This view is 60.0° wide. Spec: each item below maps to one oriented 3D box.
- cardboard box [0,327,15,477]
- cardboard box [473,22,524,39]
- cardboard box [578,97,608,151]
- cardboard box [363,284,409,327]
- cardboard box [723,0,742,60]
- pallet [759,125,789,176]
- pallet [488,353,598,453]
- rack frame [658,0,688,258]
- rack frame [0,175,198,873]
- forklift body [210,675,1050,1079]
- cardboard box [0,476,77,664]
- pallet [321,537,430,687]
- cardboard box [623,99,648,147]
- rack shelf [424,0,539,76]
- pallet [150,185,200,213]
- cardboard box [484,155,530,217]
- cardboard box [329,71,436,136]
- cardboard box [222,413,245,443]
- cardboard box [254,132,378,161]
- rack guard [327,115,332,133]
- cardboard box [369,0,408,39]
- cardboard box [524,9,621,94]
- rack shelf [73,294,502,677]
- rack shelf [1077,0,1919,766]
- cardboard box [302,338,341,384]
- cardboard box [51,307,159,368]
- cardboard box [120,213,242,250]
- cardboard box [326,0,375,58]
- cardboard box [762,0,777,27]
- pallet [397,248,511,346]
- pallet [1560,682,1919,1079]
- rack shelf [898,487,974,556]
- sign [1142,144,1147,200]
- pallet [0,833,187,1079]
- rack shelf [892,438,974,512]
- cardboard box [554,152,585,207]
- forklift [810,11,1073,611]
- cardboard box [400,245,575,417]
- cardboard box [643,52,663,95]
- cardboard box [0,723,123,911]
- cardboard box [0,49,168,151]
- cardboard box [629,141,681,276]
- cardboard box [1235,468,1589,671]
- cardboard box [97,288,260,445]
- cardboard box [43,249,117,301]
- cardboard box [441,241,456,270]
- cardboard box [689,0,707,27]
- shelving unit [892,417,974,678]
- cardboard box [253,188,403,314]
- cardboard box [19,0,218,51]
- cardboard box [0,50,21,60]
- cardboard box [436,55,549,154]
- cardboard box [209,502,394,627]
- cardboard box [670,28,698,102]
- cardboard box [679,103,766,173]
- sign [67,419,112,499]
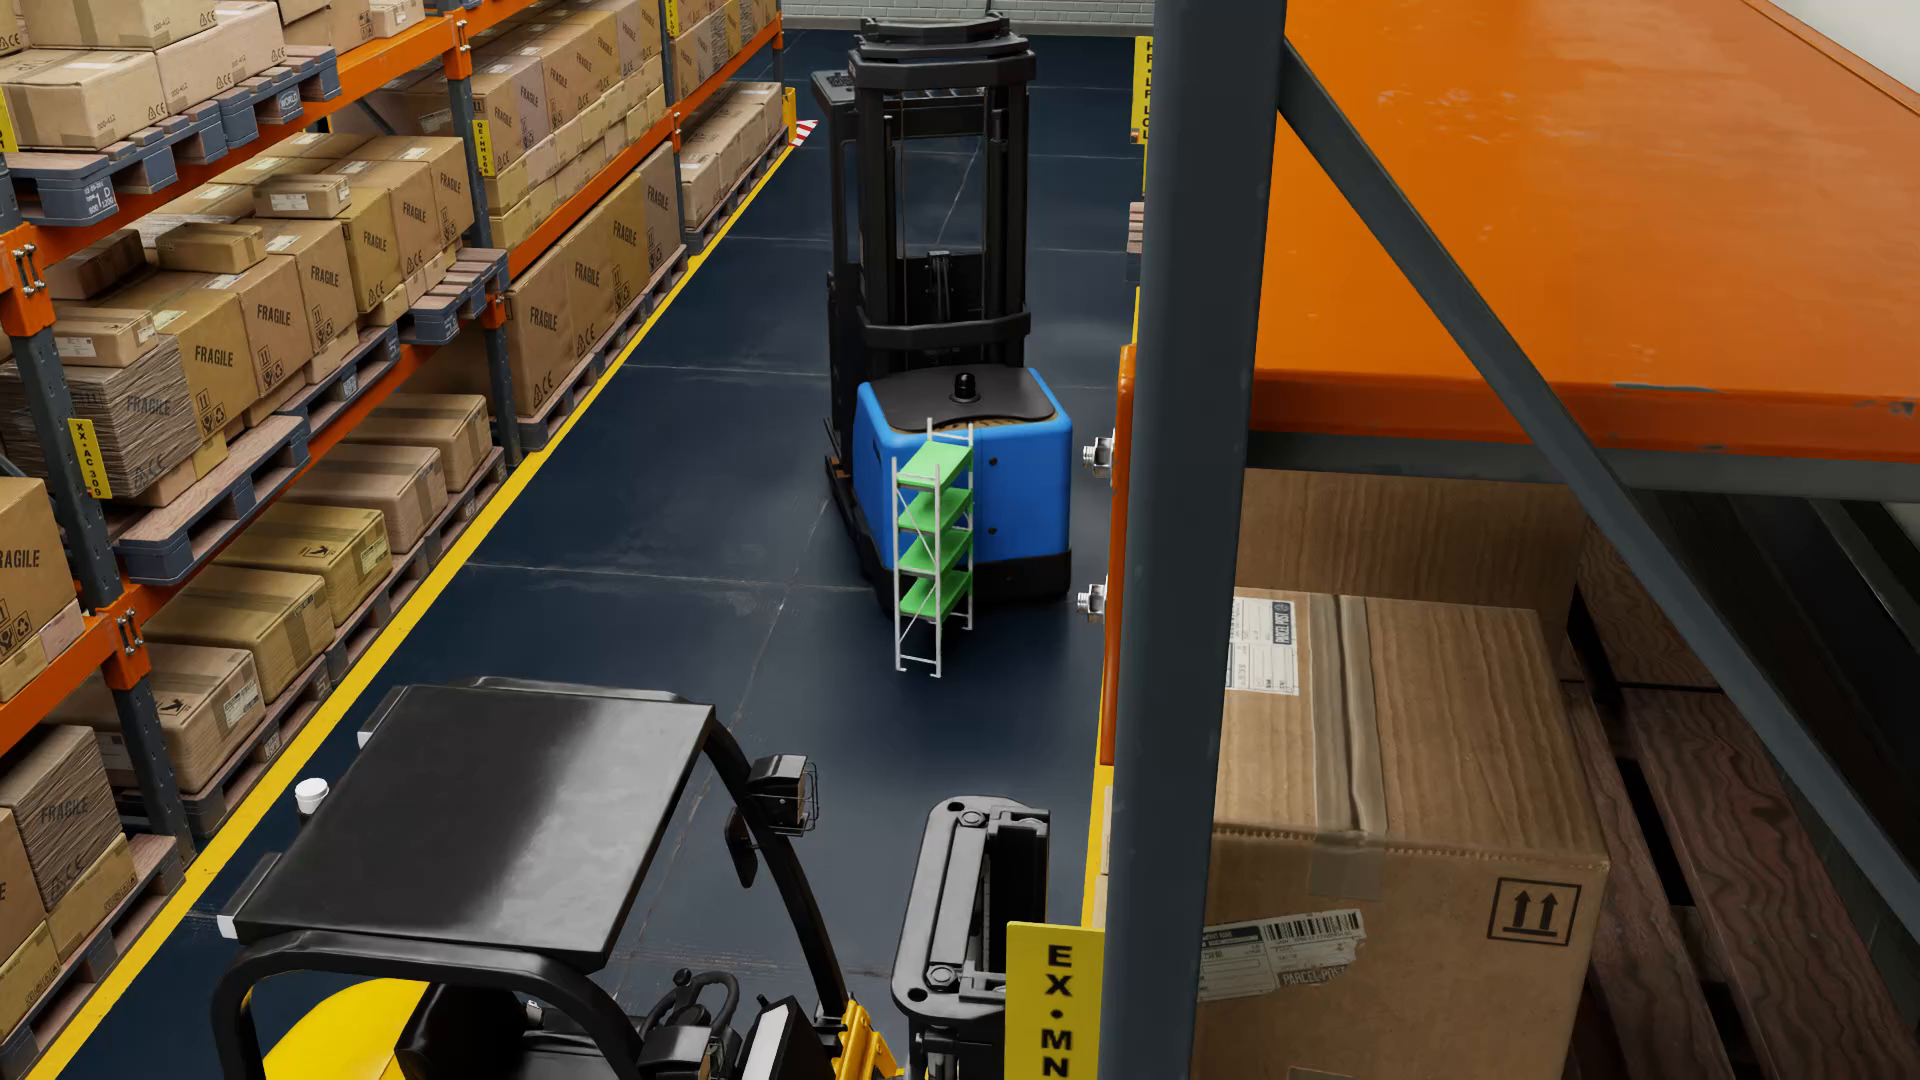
[{"bbox_3d":[-3.977,-0.541,6.729,0.500,0.500,0.500,3,28,5],"label":"cardboard box"},{"bbox_3d":[-3.321,-3.289,11.533,0.500,0.500,0.500,3,28,5],"label":"cardboard box"},{"bbox_3d":[-2.796,-2.926,11.650,0.500,0.250,0.500,4,29,7],"label":"cardboard box"},{"bbox_3d":[-3.128,-1.239,8.710,0.380,0.149,0.250,4,29,7],"label":"cardboard box"},{"bbox_3d":[-2.312,-4.678,15.166,0.500,0.500,0.500,4,29,8],"label":"cardboard box"},{"bbox_3d":[-2.356,-3.990,16.934,1.003,0.211,1.213,3,28,6],"label":"pallet"},{"bbox_3d":[-3.144,-0.972,11.332,1.003,0.211,1.213,3,28,6],"label":"pallet"},{"bbox_3d":[-2.826,-3.716,13.485,1.000,3.000,0.127,3,28,6],"label":"rack frame"},{"bbox_3d":[-3.806,0.050,6.495,1.000,3.000,0.127,3,28,6],"label":"rack frame"},{"bbox_3d":[-0.948,1.594,4.523,2.313,2.155,1.214,3,28,6],"label":"forklift body"},{"bbox_3d":[-3.614,0.098,5.986,0.500,0.500,0.500,3,28,5],"label":"cardboard box"},{"bbox_3d":[-3.565,0.335,8.906,1.003,0.211,1.213,3,28,6],"label":"pallet"},{"bbox_3d":[-2.694,-3.184,12.656,0.500,0.250,0.500,3,28,5],"label":"cardboard box"},{"bbox_3d":[-3.071,-3.778,11.197,1.077,0.370,4.000,3,28,6],"label":"rack shelf"},{"bbox_3d":[-7.704,-3.047,15.182,1.003,0.211,1.213,3,28,6],"label":"pallet"},{"bbox_3d":[-3.009,-2.211,10.323,0.500,0.250,0.500,3,28,6],"label":"cardboard box"},{"bbox_3d":[-3.512,-2.576,10.209,0.500,0.500,0.500,3,28,5],"label":"cardboard box"},{"bbox_3d":[-3.426,-0.521,7.377,0.380,0.149,0.250,5,29,9],"label":"cardboard box"},{"bbox_3d":[-3.601,-1.995,9.428,0.500,0.500,0.500,3,28,5],"label":"cardboard box"},{"bbox_3d":[-7.270,-4.703,17.952,1.175,0.500,0.348,3,28,6],"label":"rack guard"},{"bbox_3d":[-3.168,-2.765,8.822,0.380,0.149,0.250,3,28,6],"label":"cardboard box"},{"bbox_3d":[-2.769,-3.494,11.913,0.500,0.500,0.500,4,29,8],"label":"cardboard box"},{"bbox_3d":[-3.561,-0.575,8.413,1.077,0.370,4.000,3,28,6],"label":"rack shelf"},{"bbox_3d":[0.876,-0.870,3.058,1.077,0.370,4.000,3,28,6],"label":"rack shelf"},{"bbox_3d":[-3.237,-0.878,8.040,0.380,0.149,0.250,4,29,8],"label":"cardboard box"},{"bbox_3d":[-3.397,-0.796,6.520,0.380,0.149,0.250,3,28,6],"label":"cardboard box"},{"bbox_3d":[-3.785,-1.264,8.071,0.500,0.500,0.500,2,28,4],"label":"cardboard box"},{"bbox_3d":[-3.442,-2.752,8.428,0.700,0.500,0.500,3,28,6],"label":"cardboard box"},{"bbox_3d":[-2.132,-5.400,16.506,0.500,0.500,0.500,4,29,6],"label":"cardboard box"},{"bbox_3d":[-3.297,-1.407,9.401,1.213,0.211,1.003,3,28,6],"label":"pallet"},{"bbox_3d":[0.743,0.606,2.392,1.003,0.211,1.213,3,28,6],"label":"pallet"},{"bbox_3d":[-0.129,-0.113,8.323,0.258,0.148,0.480,10,30,17],"label":"rack shelf"},{"bbox_3d":[1.071,-2.048,9.252,0.100,0.325,0.005,3,28,6],"label":"sign"},{"bbox_3d":[-3.853,1.596,6.566,1.003,0.211,1.213,3,28,6],"label":"pallet"},{"bbox_3d":[-0.129,-0.324,8.209,0.258,0.148,0.480,10,30,17],"label":"rack shelf"},{"bbox_3d":[-2.891,-2.472,11.334,0.500,0.250,0.500,4,29,8],"label":"cardboard box"},{"bbox_3d":[-0.224,-1.591,9.612,1.130,2.935,3.031,-6,29,-11],"label":"forklift"},{"bbox_3d":[-3.149,-1.403,10.989,0.875,0.875,0.875,3,28,6],"label":"cardboard box"},{"bbox_3d":[-2.638,-3.648,12.990,0.500,0.250,0.500,3,28,6],"label":"cardboard box"},{"bbox_3d":[-3.612,1.039,6.324,0.500,0.500,0.500,3,28,5],"label":"cardboard box"},{"bbox_3d":[-3.336,-1.641,6.187,0.500,0.250,0.500,3,28,5],"label":"cardboard box"},{"bbox_3d":[-2.822,-2.669,13.339,0.875,0.875,0.875,4,29,8],"label":"cardboard box"},{"bbox_3d":[0.668,-0.073,2.907,0.700,0.500,0.500,4,29,7],"label":"cardboard box"},{"bbox_3d":[-3.403,-0.750,7.117,0.500,0.500,0.500,3,29,6],"label":"cardboard box"},{"bbox_3d":[-3.902,-1.151,7.178,0.380,0.149,0.250,3,28,5],"label":"cardboard box"},{"bbox_3d":[-3.084,-1.609,9.396,0.380,0.149,0.250,4,29,7],"label":"cardboard box"},{"bbox_3d":[-2.459,-4.648,14.055,0.500,0.500,0.500,3,28,6],"label":"cardboard box"},{"bbox_3d":[-0.129,0.043,8.406,0.258,1.200,0.503,10,30,17],"label":"shelving unit"},{"bbox_3d":[-3.209,-1.481,8.475,0.500,0.500,0.500,1,28,3],"label":"cardboard box"},{"bbox_3d":[-3.285,-2.097,6.505,0.500,0.250,0.500,3,28,5],"label":"cardboard box"},{"bbox_3d":[-3.878,-1.673,6.245,0.500,0.250,0.500,3,28,5],"label":"cardboard box"},{"bbox_3d":[-2.962,-2.769,10.568,0.500,0.500,0.500,3,29,6],"label":"cardboard box"},{"bbox_3d":[-3.576,0.109,8.713,0.950,0.372,0.625,4,29,8],"label":"cardboard box"},{"bbox_3d":[-2.508,-3.966,13.843,0.500,0.500,0.500,4,29,8],"label":"cardboard box"},{"bbox_3d":[-2.421,-3.908,16.100,0.875,0.438,0.875,4,29,8],"label":"cardboard box"},{"bbox_3d":[-3.266,-0.303,6.238,0.100,0.325,0.005,3,28,6],"label":"sign"}]
